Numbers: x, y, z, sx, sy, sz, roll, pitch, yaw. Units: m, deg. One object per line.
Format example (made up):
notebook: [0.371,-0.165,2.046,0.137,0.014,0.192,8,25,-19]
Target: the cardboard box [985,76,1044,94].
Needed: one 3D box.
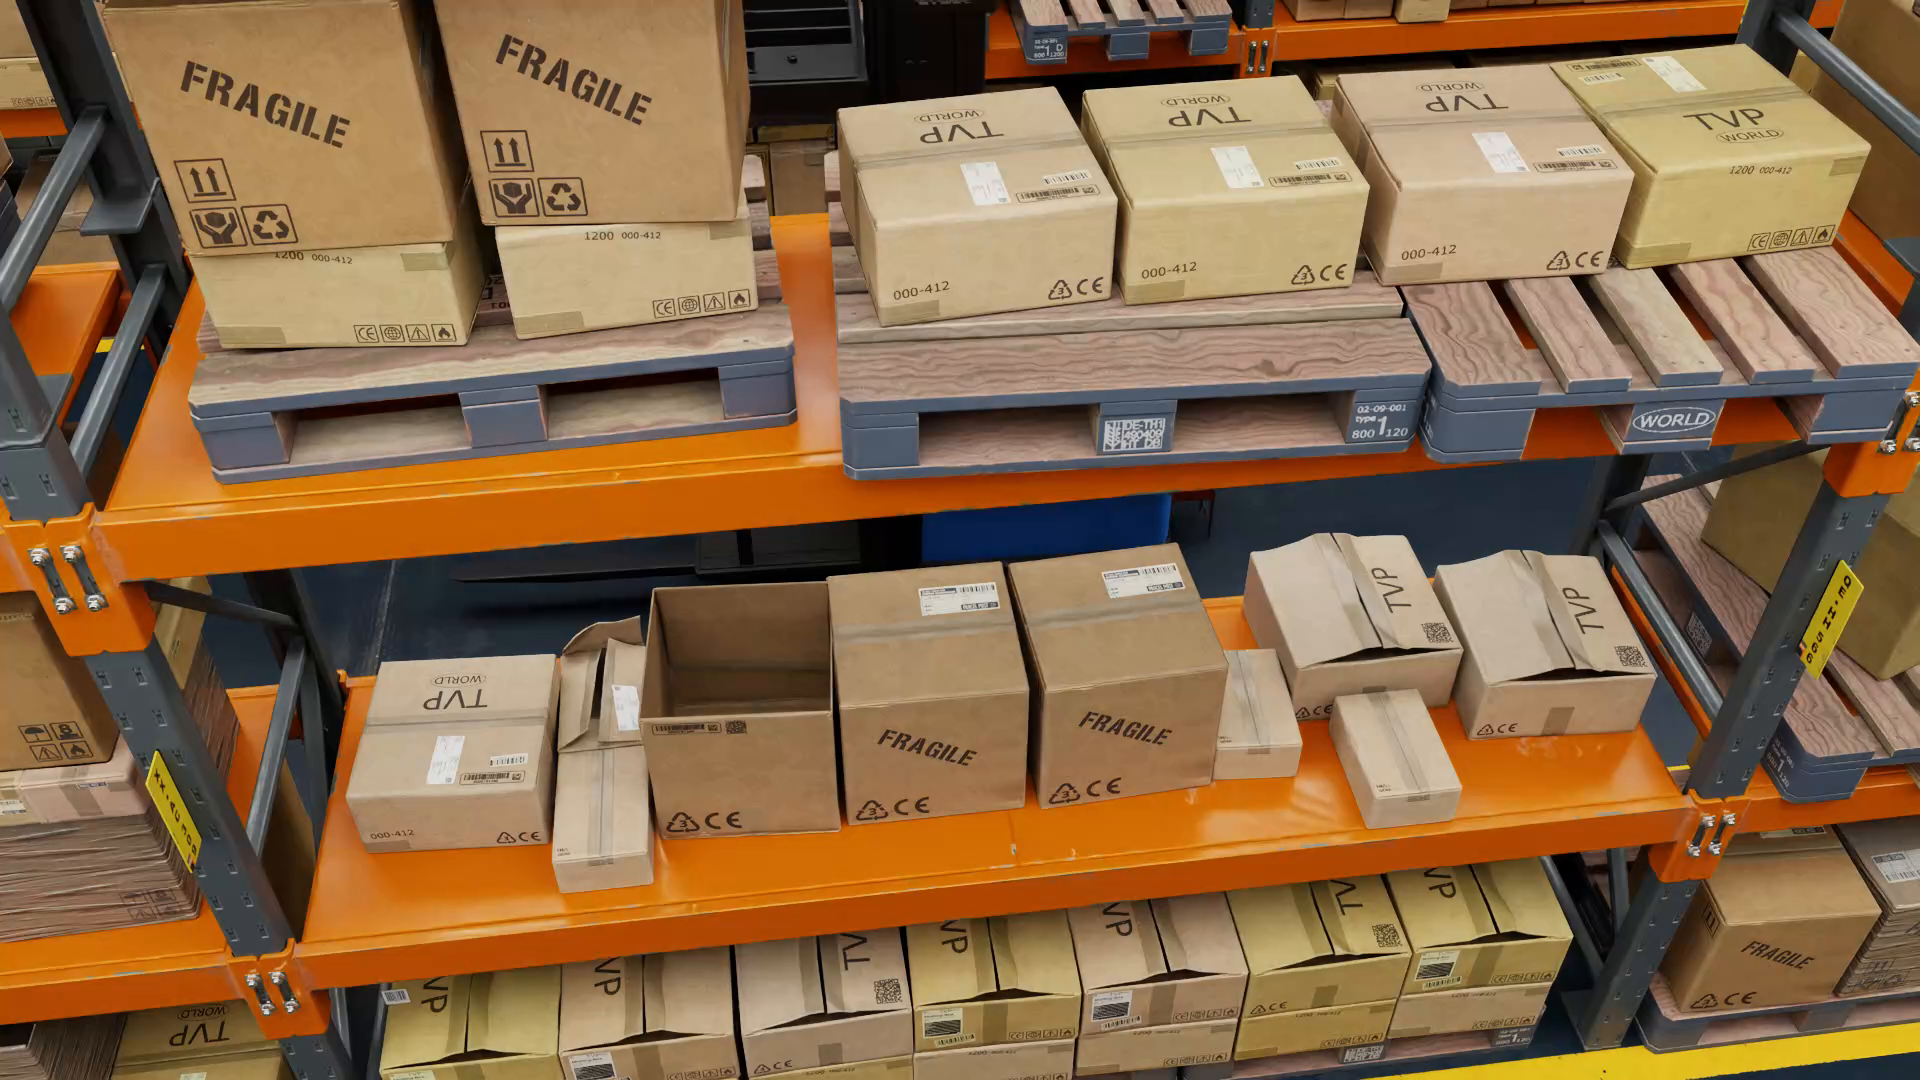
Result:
cardboard box: [0.160,-2.435,8.903,0.500,0.250,0.500,-4,42,-5]

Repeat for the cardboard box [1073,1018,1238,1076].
cardboard box: [0.587,1.425,5.385,0.500,0.250,0.500,-4,42,-5]

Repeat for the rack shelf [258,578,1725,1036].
rack shelf: [0.104,0.704,4.982,4.000,0.370,1.077,-5,42,-6]

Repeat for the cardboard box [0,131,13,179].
cardboard box: [-2.413,-0.880,3.469,0.500,0.500,0.500,-2,42,-2]

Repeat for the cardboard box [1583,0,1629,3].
cardboard box: [3.317,-2.956,8.675,0.250,0.149,0.380,-5,42,-5]

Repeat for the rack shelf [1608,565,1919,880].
rack shelf: [4.070,0.357,5.367,4.000,0.370,1.077,-5,42,-6]

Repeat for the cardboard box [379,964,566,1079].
cardboard box: [-1.437,1.397,4.998,0.500,0.311,0.500,-5,42,-5]

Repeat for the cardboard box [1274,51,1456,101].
cardboard box: [2.187,-2.361,9.134,0.750,0.750,0.750,-6,42,-6]

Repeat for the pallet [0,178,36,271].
pallet: [-2.722,-0.379,3.473,1.213,0.211,1.003,-5,42,-6]

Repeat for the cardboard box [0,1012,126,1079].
cardboard box: [-2.808,1.418,4.833,0.500,0.500,0.500,-5,42,-6]

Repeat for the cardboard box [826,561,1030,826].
cardboard box: [-0.097,0.428,4.676,0.500,0.500,0.500,-5,42,-5]

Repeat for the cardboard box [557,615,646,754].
cardboard box: [-1.031,0.462,4.814,0.258,0.266,0.396,-6,42,-7]

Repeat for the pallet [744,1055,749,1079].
pallet: [-1.154,1.556,5.582,1.213,0.211,1.003,-5,42,-6]

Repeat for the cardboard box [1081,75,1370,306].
cardboard box: [0.558,-0.774,3.643,0.500,0.250,0.500,-6,42,-6]

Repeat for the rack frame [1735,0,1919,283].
rack frame: [2.087,-1.965,2.925,0.127,3.000,1.000,-5,42,-6]

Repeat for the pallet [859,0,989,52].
pallet: [-0.517,-2.756,8.424,1.213,0.211,1.003,-5,42,-6]

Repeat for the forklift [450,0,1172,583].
forklift: [-0.656,-1.077,6.471,3.031,2.935,1.130,-4,42,-4]

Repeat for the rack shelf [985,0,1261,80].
rack shelf: [-0.542,-2.586,8.629,4.000,0.370,1.077,-5,42,-6]

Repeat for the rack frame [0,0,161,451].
rack frame: [-1.879,-1.617,2.539,0.127,3.000,1.000,-5,42,-6]

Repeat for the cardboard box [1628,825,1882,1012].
cardboard box: [2.575,1.178,5.457,0.500,0.500,0.500,-3,42,-4]

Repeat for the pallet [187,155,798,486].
pallet: [-1.007,-0.518,3.703,1.217,0.209,0.805,-7,42,-7]

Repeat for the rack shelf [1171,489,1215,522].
rack shelf: [0.985,-0.238,7.376,0.240,0.259,0.215,-4,42,-4]

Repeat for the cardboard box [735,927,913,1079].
cardboard box: [-0.427,1.311,5.093,0.500,0.311,0.500,-6,42,-7]

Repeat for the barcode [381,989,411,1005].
barcode: [-1.572,1.273,4.635,0.075,0.075,0.001,-5,42,-6]

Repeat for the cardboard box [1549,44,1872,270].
cardboard box: [1.644,-0.874,3.754,0.500,0.250,0.500,-8,43,-9]

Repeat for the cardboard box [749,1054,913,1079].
cardboard box: [-0.427,1.515,5.286,0.500,0.250,0.500,-6,42,-7]

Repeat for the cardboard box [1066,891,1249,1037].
cardboard box: [0.584,1.220,5.193,0.500,0.311,0.500,-5,42,-6]

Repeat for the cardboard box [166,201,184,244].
cardboard box: [-4.114,-1.658,8.864,0.250,0.149,0.380,-8,43,-9]

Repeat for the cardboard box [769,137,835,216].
cardboard box: [-0.781,-2.085,9.075,0.500,0.500,0.700,-5,42,-5]

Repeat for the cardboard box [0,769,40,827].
cardboard box: [-2.367,0.519,4.092,0.250,0.149,0.380,-6,42,-6]

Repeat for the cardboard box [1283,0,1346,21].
cardboard box: [1.797,-2.815,8.519,0.250,0.149,0.380,-6,42,-6]

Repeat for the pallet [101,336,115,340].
pallet: [-4.399,-1.454,8.919,1.213,0.211,1.003,-5,42,-6]

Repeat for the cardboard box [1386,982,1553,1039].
cardboard box: [1.597,1.336,5.484,0.500,0.250,0.500,-4,42,-5]

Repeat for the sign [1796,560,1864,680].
sign: [2.162,0.202,4.138,0.005,0.325,0.100,-5,42,-6]

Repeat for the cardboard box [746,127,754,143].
cardboard box: [-1.361,-2.308,8.763,0.500,0.250,0.500,-6,42,-6]

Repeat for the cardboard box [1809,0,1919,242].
cardboard box: [2.515,-0.948,3.963,0.500,0.500,0.910,-5,42,-6]

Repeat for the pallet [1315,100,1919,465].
pallet: [1.425,-0.662,3.861,1.003,0.211,1.213,-3,42,-4]

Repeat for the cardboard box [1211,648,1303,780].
cardboard box: [0.830,0.505,4.854,0.250,0.149,0.380,-2,42,-2]

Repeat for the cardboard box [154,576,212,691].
cardboard box: [-2.171,0.227,4.415,0.250,0.149,0.380,-5,42,-6]

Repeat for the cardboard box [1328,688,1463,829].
cardboard box: [1.231,0.618,4.728,0.250,0.149,0.380,-5,42,-6]

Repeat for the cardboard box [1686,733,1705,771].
cardboard box: [2.984,0.791,5.887,0.500,0.500,0.500,-3,42,-4]

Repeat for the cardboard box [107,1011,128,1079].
cardboard box: [-2.808,1.698,5.083,0.500,0.250,0.500,-5,42,-6]

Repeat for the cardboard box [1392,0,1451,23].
cardboard box: [2.323,-2.798,8.501,0.250,0.149,0.380,-4,42,-4]

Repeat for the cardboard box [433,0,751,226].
cardboard box: [-0.701,-0.974,3.305,0.500,0.500,0.500,-1,42,-1]

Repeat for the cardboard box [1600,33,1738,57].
cardboard box: [3.898,-2.510,9.299,0.750,0.750,0.750,-4,42,-4]

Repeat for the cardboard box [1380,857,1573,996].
cardboard box: [1.599,1.129,5.295,0.500,0.311,0.500,-4,42,-4]

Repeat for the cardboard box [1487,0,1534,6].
cardboard box: [2.812,-2.930,8.647,0.250,0.149,0.380,-4,42,-5]

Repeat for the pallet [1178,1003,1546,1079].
pallet: [1.265,1.344,5.817,1.213,0.211,1.003,-5,42,-6]

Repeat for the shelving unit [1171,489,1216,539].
shelving unit: [0.985,-0.452,7.183,0.252,1.050,0.215,-4,42,-4]

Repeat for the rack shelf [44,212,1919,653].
rack shelf: [0.104,-0.410,3.978,4.000,0.370,1.077,-5,42,-6]

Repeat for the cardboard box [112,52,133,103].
cardboard box: [-3.948,-2.297,7.869,0.500,0.250,0.500,-5,42,-6]

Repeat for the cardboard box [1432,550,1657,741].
cardboard box: [1.720,0.299,4.961,0.500,0.311,0.500,-3,42,-3]

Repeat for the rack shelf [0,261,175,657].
rack shelf: [-3.863,-0.063,3.592,4.000,0.370,1.077,-5,42,-6]

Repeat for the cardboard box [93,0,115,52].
cardboard box: [-3.949,-2.579,7.622,0.500,0.500,0.500,-6,42,-7]

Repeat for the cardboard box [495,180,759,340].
cardboard box: [-0.723,-0.700,3.561,0.500,0.250,0.500,-9,43,-10]
